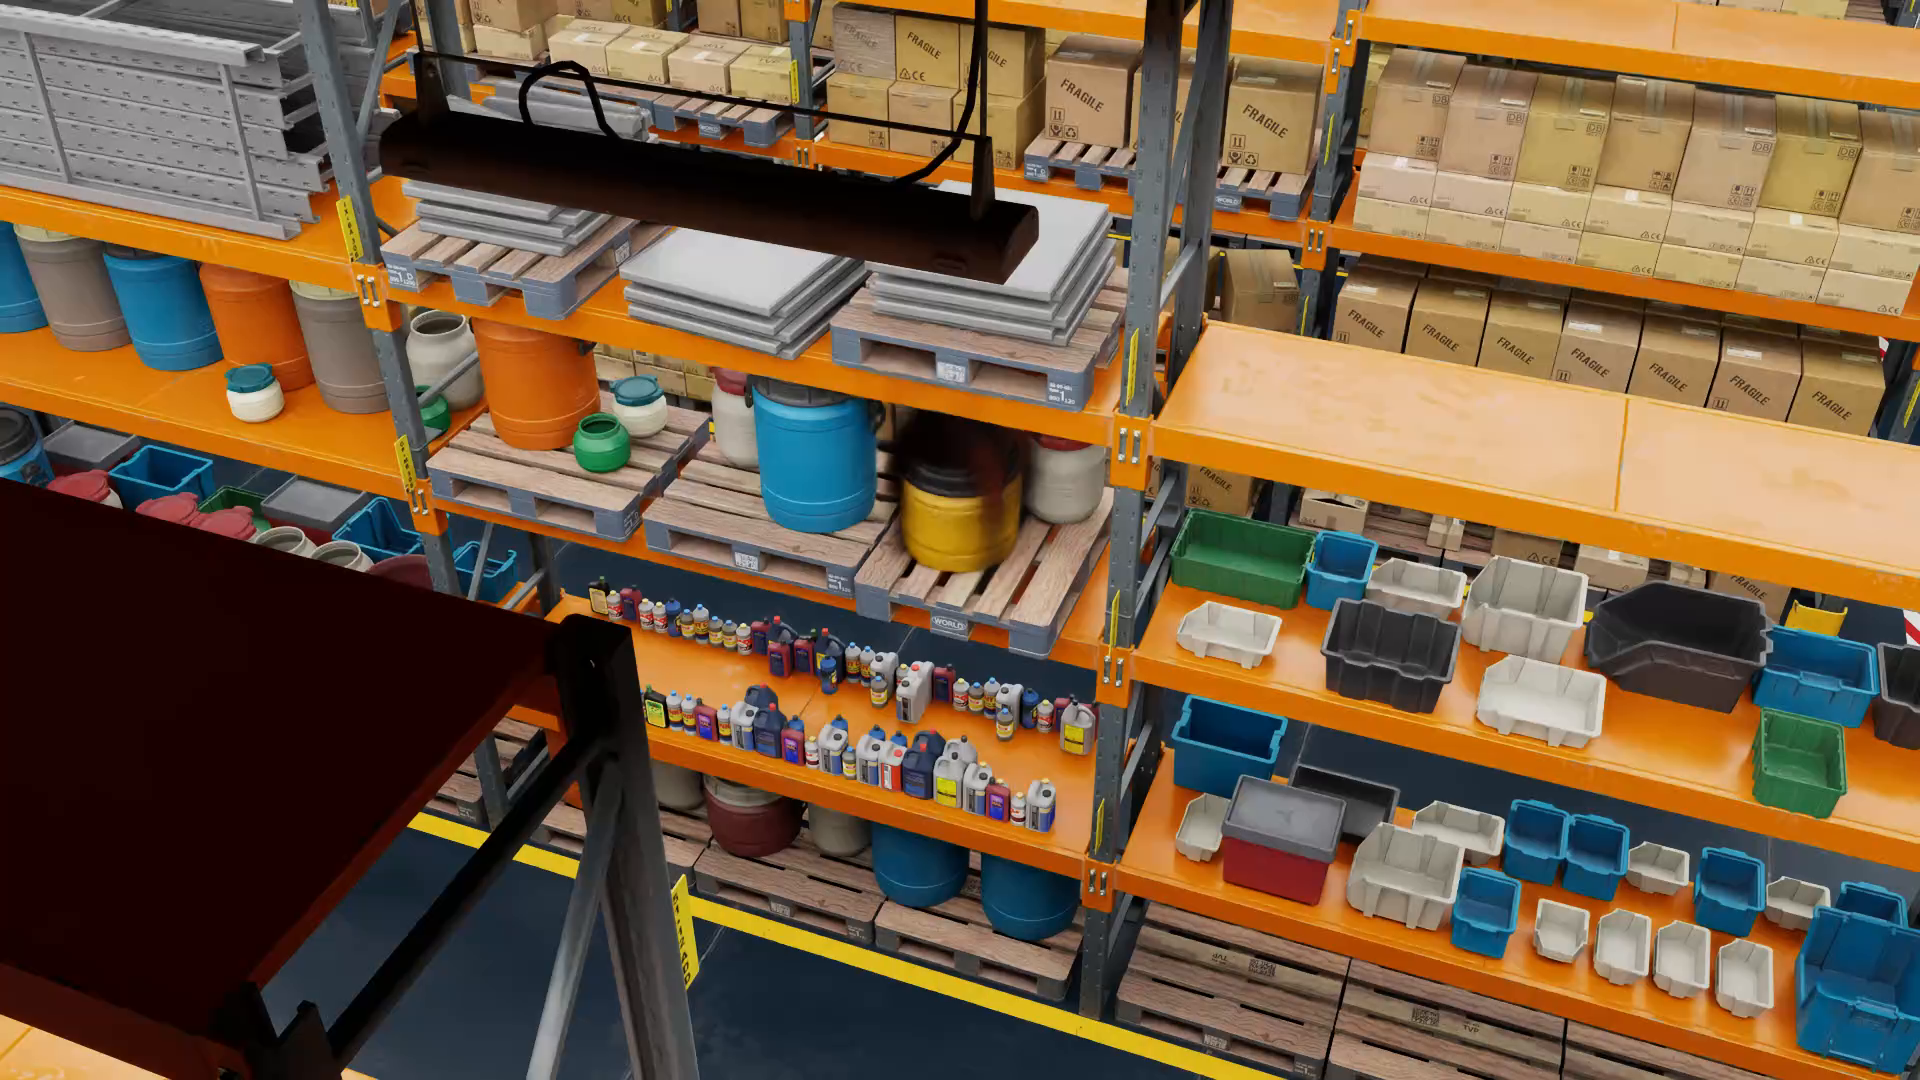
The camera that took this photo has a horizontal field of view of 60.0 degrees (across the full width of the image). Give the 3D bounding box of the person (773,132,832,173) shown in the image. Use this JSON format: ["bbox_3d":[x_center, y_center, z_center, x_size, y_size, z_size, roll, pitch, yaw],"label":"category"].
[{"bbox_3d":[-1.567,-3.532,16.664,0.572,1.760,0.498,-21,41,-25],"label":"person"}]
